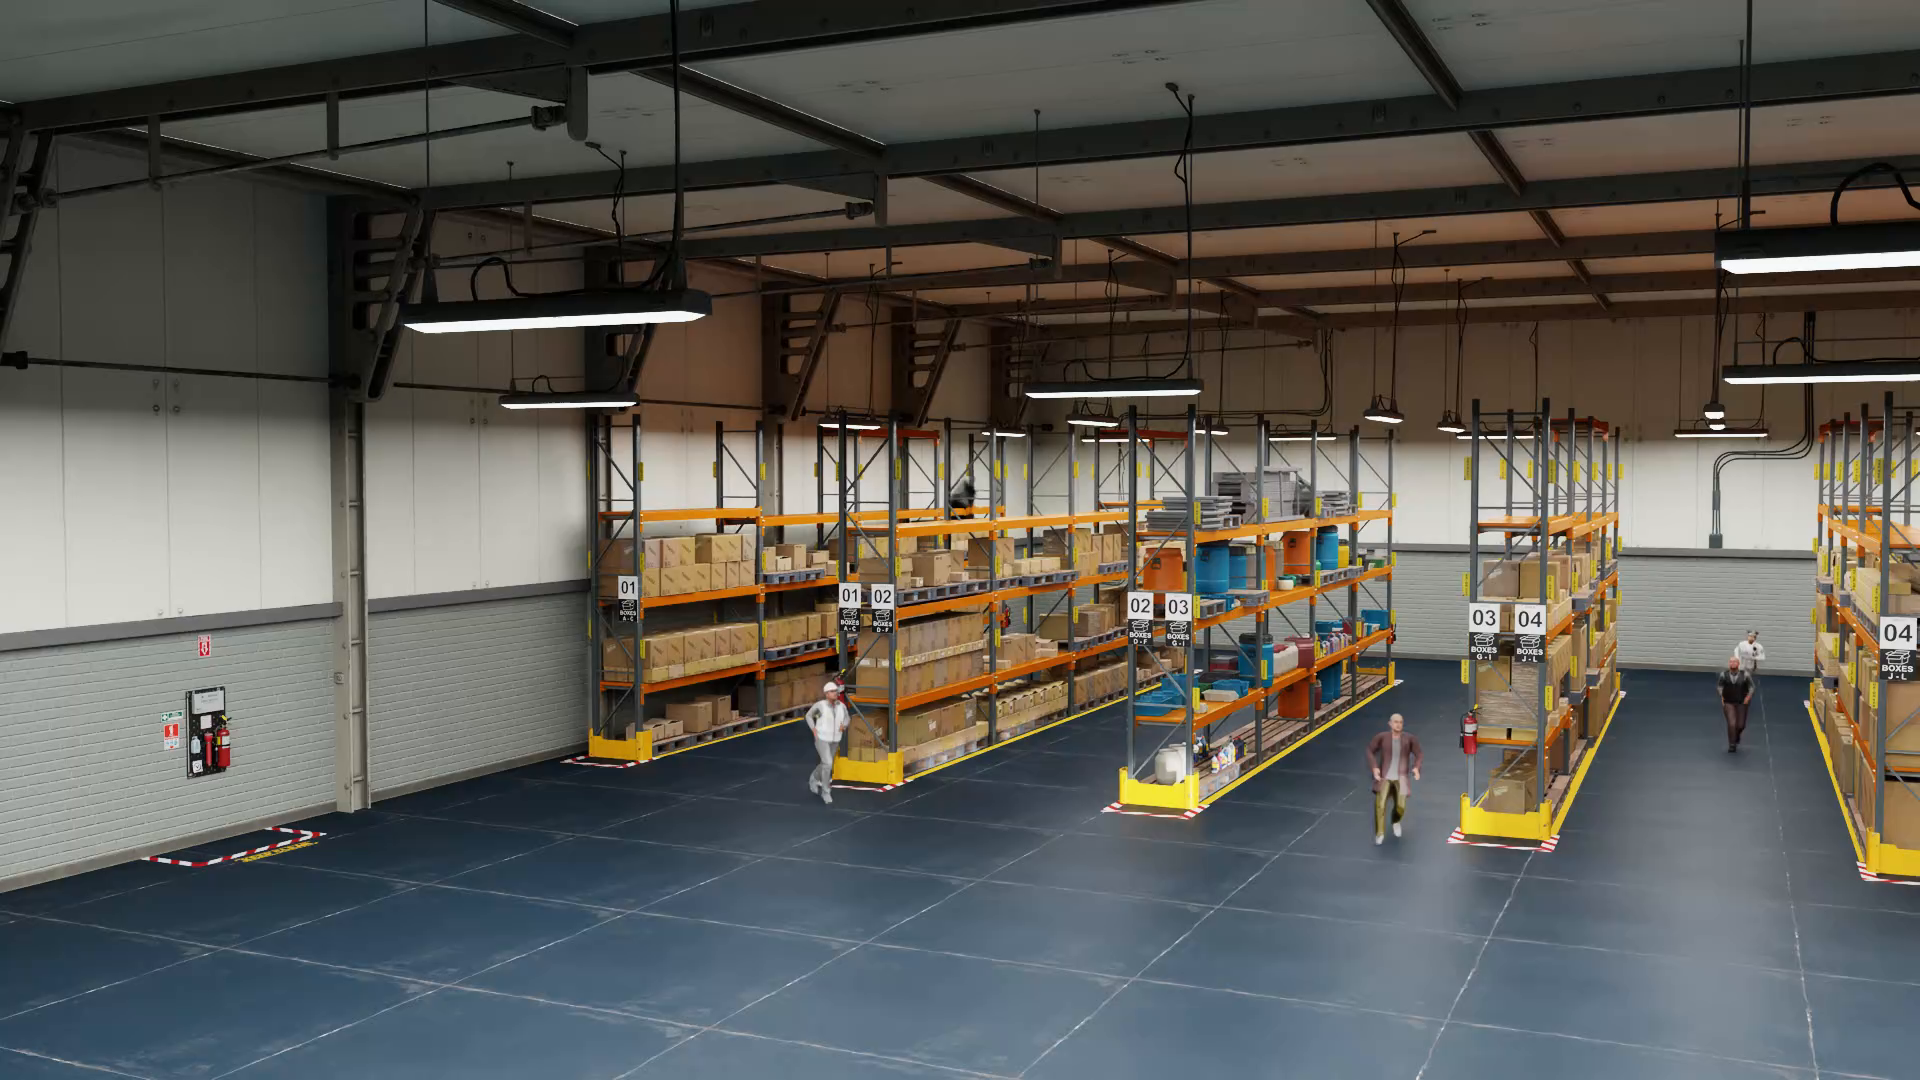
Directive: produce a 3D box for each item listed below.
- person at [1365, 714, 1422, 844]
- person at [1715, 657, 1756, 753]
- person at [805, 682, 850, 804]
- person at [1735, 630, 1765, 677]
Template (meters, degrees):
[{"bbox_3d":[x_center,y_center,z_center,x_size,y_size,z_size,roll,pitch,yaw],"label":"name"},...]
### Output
[{"bbox_3d":[5.872,3.220,22.533,0.762,1.725,0.631,1,2,14],"label":"person"},{"bbox_3d":[13.895,2.941,29.814,0.660,1.696,0.578,1,3,27],"label":"person"},{"bbox_3d":[-2.017,3.065,25.457,0.656,1.805,0.838,-2,3,-36],"label":"person"},{"bbox_3d":[16.735,2.743,35.379,0.714,1.702,0.715,1,3,30],"label":"person"}]
